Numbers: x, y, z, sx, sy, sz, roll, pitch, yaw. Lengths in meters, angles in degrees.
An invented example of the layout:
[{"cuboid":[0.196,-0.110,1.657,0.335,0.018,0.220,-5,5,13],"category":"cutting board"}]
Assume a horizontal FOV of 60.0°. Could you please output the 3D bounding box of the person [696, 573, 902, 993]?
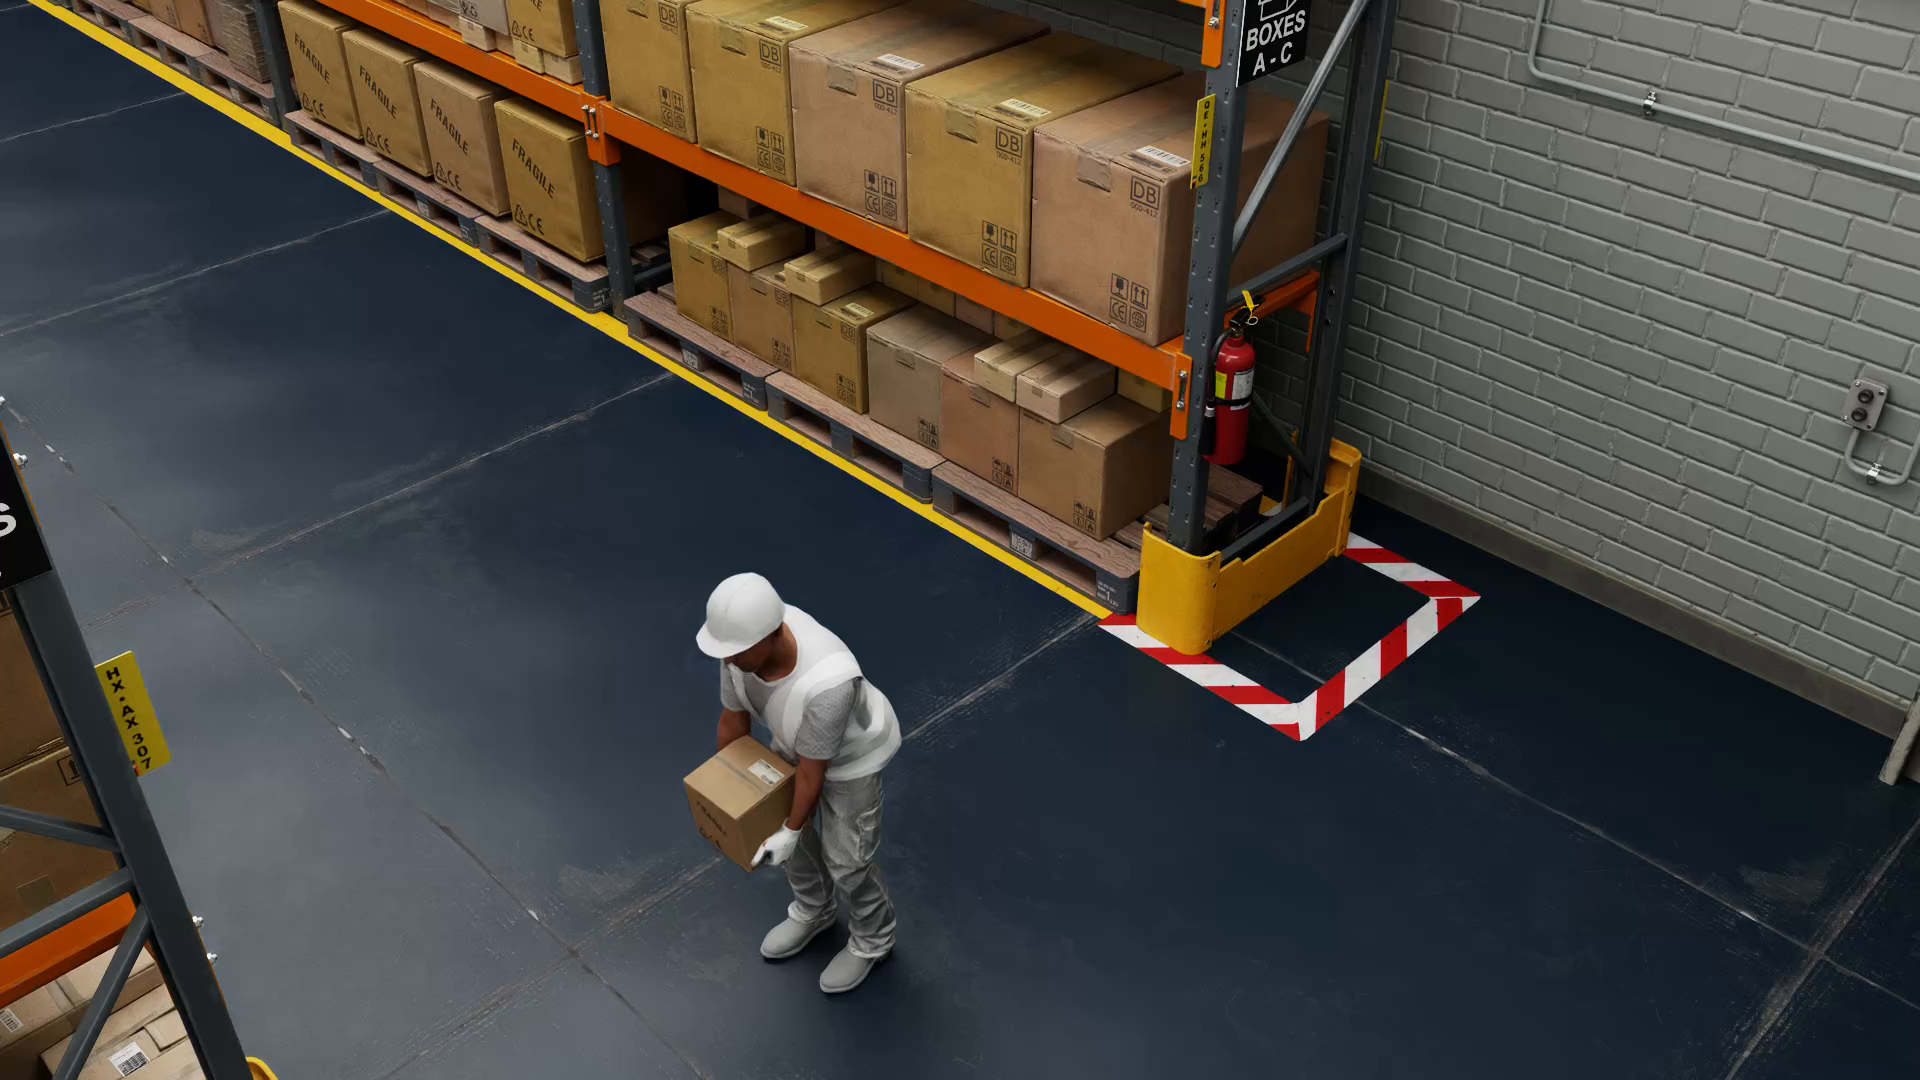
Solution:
[{"cuboid":[-0.485,0.734,5.156,0.482,1.700,0.645,29,44,34],"category":"person"}]
